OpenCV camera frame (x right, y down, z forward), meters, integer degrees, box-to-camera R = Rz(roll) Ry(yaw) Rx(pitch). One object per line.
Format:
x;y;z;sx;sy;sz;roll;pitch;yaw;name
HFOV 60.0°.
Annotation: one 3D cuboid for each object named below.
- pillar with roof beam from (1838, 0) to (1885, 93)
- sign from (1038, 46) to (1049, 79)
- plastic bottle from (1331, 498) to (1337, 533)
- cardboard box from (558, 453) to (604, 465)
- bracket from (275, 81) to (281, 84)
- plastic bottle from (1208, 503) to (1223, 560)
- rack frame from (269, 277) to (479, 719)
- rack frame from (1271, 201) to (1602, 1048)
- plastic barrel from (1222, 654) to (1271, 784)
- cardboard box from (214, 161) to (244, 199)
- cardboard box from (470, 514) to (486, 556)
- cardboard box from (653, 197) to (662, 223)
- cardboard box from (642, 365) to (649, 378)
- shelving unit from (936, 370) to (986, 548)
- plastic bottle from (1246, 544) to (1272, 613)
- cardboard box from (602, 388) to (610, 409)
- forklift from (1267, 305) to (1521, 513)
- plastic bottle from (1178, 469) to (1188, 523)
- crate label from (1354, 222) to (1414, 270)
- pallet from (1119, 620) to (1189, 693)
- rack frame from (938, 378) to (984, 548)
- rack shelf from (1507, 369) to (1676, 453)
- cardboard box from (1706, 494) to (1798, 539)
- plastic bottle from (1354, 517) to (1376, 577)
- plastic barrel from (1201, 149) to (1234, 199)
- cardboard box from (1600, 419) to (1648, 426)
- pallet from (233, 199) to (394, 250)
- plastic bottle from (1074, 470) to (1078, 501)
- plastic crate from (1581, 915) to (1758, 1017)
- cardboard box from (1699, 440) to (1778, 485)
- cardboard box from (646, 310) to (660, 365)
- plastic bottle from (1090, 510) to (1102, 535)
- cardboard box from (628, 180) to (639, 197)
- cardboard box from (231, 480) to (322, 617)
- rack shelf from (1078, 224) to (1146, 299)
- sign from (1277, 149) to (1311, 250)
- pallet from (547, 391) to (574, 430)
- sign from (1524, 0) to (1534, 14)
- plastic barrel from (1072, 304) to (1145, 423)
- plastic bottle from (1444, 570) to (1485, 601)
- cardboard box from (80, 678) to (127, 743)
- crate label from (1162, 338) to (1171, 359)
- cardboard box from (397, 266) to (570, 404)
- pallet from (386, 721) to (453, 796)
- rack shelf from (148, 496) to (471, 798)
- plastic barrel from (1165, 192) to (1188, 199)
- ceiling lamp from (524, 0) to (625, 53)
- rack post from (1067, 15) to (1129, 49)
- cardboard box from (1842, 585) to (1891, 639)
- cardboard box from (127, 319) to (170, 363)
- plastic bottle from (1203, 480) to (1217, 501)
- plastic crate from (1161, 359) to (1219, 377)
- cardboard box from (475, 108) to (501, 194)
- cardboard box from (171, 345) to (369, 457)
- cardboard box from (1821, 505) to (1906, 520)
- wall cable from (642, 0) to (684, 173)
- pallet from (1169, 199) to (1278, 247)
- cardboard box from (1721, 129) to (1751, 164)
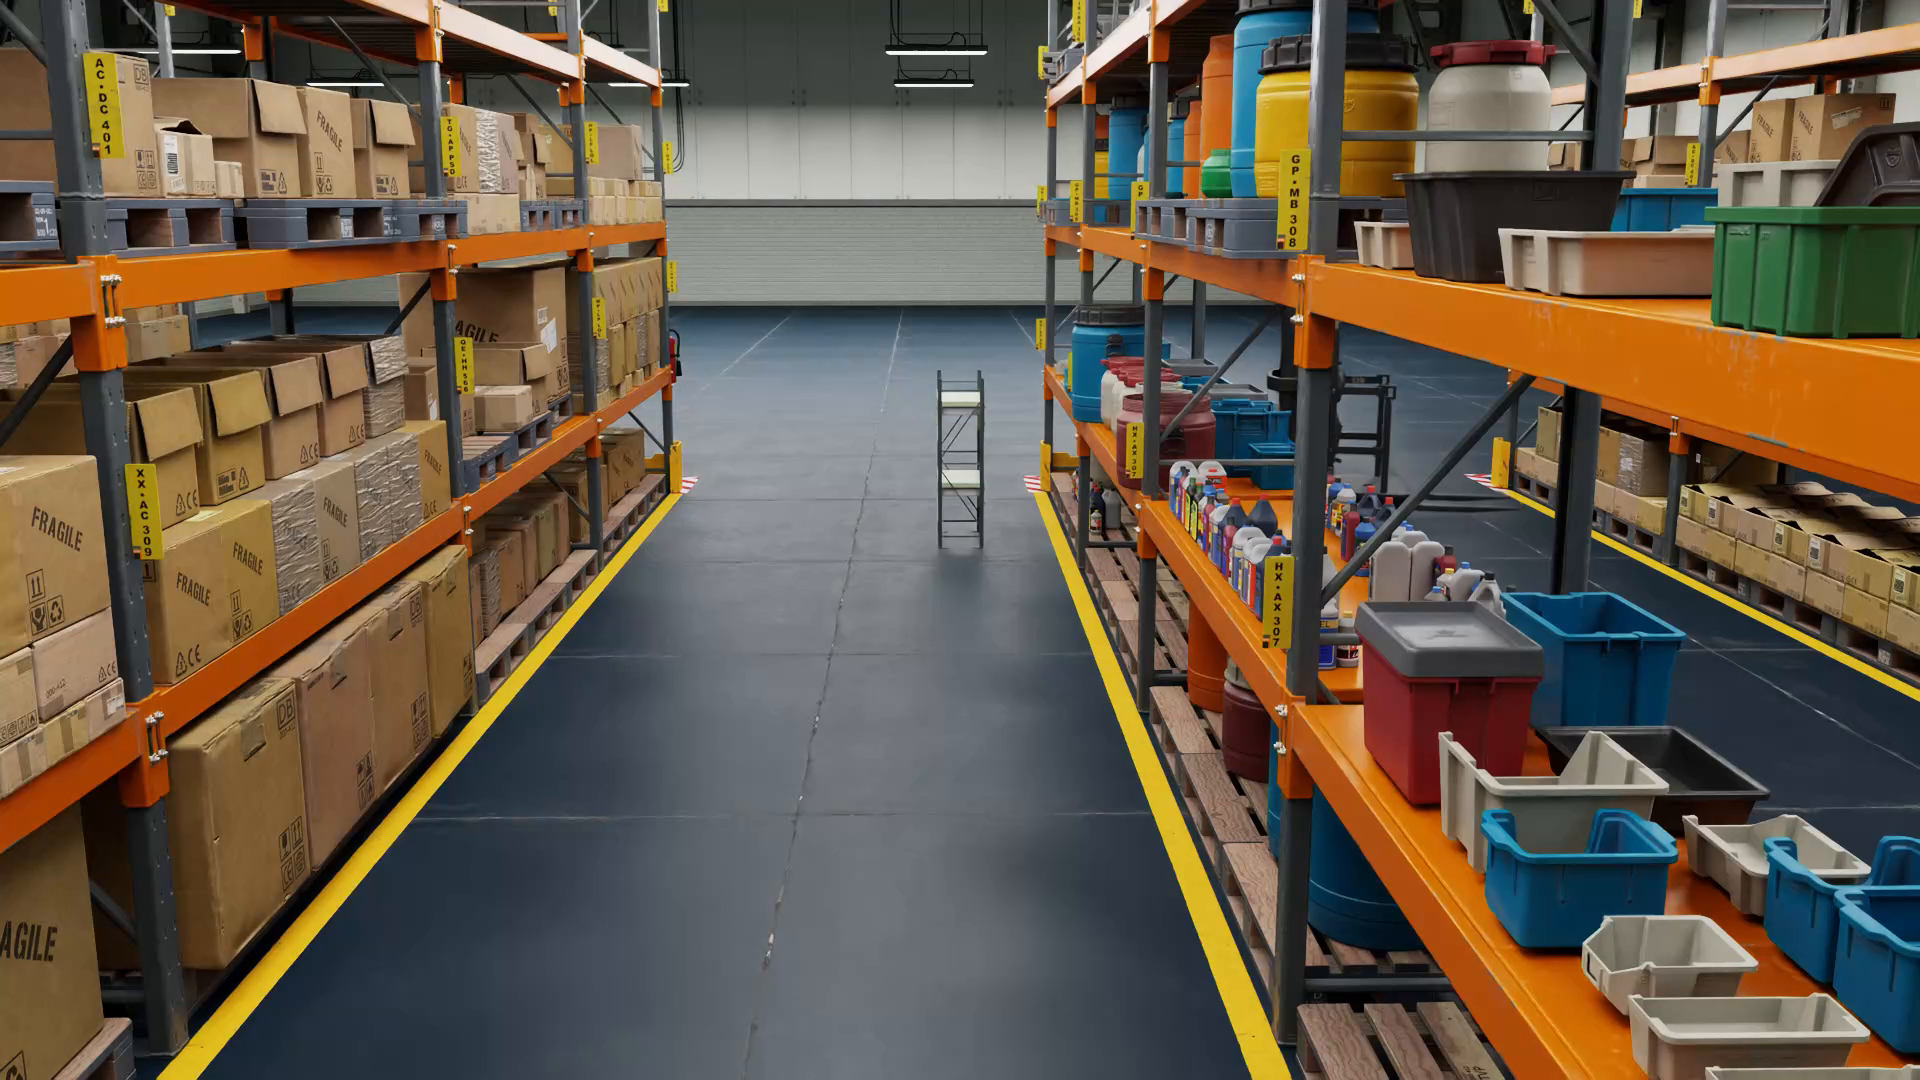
7.758;-6.055;22.270;9.100;9.000;0.400;0;11;-1;pillar with roof beam
0.851;-4.871;16.960;0.100;0.325;0.005;0;11;-1;sign
1.997;-0.141;8.710;0.097;0.201;0.097;0;11;0;plastic bottle
-3.547;-0.516;15.290;0.500;0.500;0.500;-1;12;-6;cardboard box
-19.630;-13.033;47.613;0.235;0.232;0.430;0;11;-1;bracket
1.251;-0.041;8.040;0.097;0.271;0.097;0;11;0;plastic bottle
-3.385;-0.424;9.604;1.000;3.000;0.127;0;11;-1;rack frame
1.649;0.351;5.785;1.000;3.000;0.127;0;11;-1;rack frame
1.617;0.854;8.316;0.600;0.588;0.708;0;11;-1;plastic barrel
-3.183;-1.478;6.831;0.380;0.149;0.250;-1;11;-3;cardboard box
-3.450;-0.020;10.909;0.500;0.250;0.500;1;12;5;cardboard box
-3.287;-3.316;16.692;0.500;0.250;0.500;0;11;0;cardboard box
-3.287;-1.686;16.458;0.380;0.149;0.250;0;11;-1;cardboard box
0.000;-0.736;14.917;0.431;1.500;0.755;0;11;-1;shelving unit
1.300;0.162;7.029;0.152;0.276;0.135;0;11;-1;plastic bottle
-3.164;-1.190;14.010;0.380;0.149;0.250;0;11;-1;cardboard box
3.752;-1.623;15.685;3.031;2.935;1.130;2;12;11;forklift
1.214;-0.234;8.962;0.061;0.283;0.133;0;11;-1;plastic bottle
1.371;-0.891;5.027;0.293;0.136;0.466;0;11;-1;crate label
1.590;0.768;10.741;1.003;0.211;1.213;0;11;-1;pallet
0.007;-0.664;14.558;0.400;1.500;0.023;0;11;-1;rack frame
6.395;-1.304;15.751;1.077;0.370;4.000;0;11;-1;rack shelf
6.201;-0.209;12.995;0.500;0.311;0.500;0;11;-2;cardboard box
1.874;0.029;7.695;0.097;0.271;0.097;0;11;0;plastic bottle
1.359;-1.832;8.336;0.294;0.245;0.294;0;11;0;plastic barrel
6.171;-0.874;15.796;0.500;0.500;0.500;0;11;-1;cardboard box
-3.293;-1.451;7.599;1.003;0.211;1.213;0;11;1;pallet
1.114;-0.512;15.764;0.061;0.283;0.133;0;11;0;plastic bottle
1.488;0.913;3.527;0.298;0.136;0.250;0;11;-1;plastic crate
6.740;-0.578;14.338;0.500;0.500;0.500;0;11;-1;cardboard box
-3.436;-2.000;16.376;0.875;0.500;0.500;0;11;-1;cardboard box
1.165;-0.154;14.207;0.097;0.201;0.097;0;11;0;plastic bottle
-3.213;-3.293;15.578;0.380;0.149;0.250;-1;11;-4;cardboard box
-3.083;0.030;7.113;0.500;0.500;0.500;0;11;-2;cardboard box
1.525;-1.959;11.437;1.077;0.370;4.000;0;11;-1;rack shelf
1.099;-1.122;5.476;0.100;0.325;0.005;0;11;-1;sign
-3.597;-0.972;12.790;1.003;0.211;1.213;0;11;-1;pallet
5.799;-5.528;16.929;0.100;0.325;0.005;0;11;-1;sign
1.189;-1.407;13.189;0.600;0.901;0.708;0;11;-1;plastic barrel
2.013;0.245;6.617;0.152;0.276;0.135;0;11;-1;plastic bottle
-2.969;0.554;5.417;0.380;0.149;0.250;0;11;-1;cardboard box
1.710;-1.687;15.741;0.502;0.435;0.616;0;11;-1;crate label
-3.591;-1.560;12.640;1.000;1.000;1.000;0;11;-1;cardboard box
-3.444;1.100;9.107;1.003;0.211;1.213;0;11;-1;pallet
-3.344;0.326;7.715;1.077;0.370;4.000;0;11;-1;rack shelf
1.307;-2.098;10.661;0.301;0.262;0.301;0;11;0;plastic barrel
-7.523;-11.045;32.188;2.000;3.185;0.800;0;11;-1;ceiling lamp
1.473;-4.552;15.056;0.937;0.300;0.954;0;11;-2;rack post
6.250;0.472;11.048;0.500;0.250;0.500;0;11;-2;cardboard box
-8.425;-1.904;16.525;0.875;0.550;0.550;0;11;-1;cardboard box
1.298;-0.179;8.720;0.097;0.271;0.097;0;11;0;plastic bottle
1.800;-1.176;13.149;0.402;0.464;0.583;0;11;-1;plastic crate
-3.145;-2.383;10.208;0.500;0.500;0.500;0;11;-1;cardboard box
-3.376;-0.689;8.139;0.797;0.503;0.637;0;11;0;cardboard box
6.756;-0.110;12.506;0.500;0.311;0.500;0;11;-1;cardboard box
-9.175;-13.007;47.987;2.305;6.003;0.169;0;11;-1;wall cable
1.509;-1.407;7.382;1.003;0.211;1.213;0;11;-1;pallet
6.690;-3.154;13.855;0.500;0.500;0.500;1;11;4;cardboard box
